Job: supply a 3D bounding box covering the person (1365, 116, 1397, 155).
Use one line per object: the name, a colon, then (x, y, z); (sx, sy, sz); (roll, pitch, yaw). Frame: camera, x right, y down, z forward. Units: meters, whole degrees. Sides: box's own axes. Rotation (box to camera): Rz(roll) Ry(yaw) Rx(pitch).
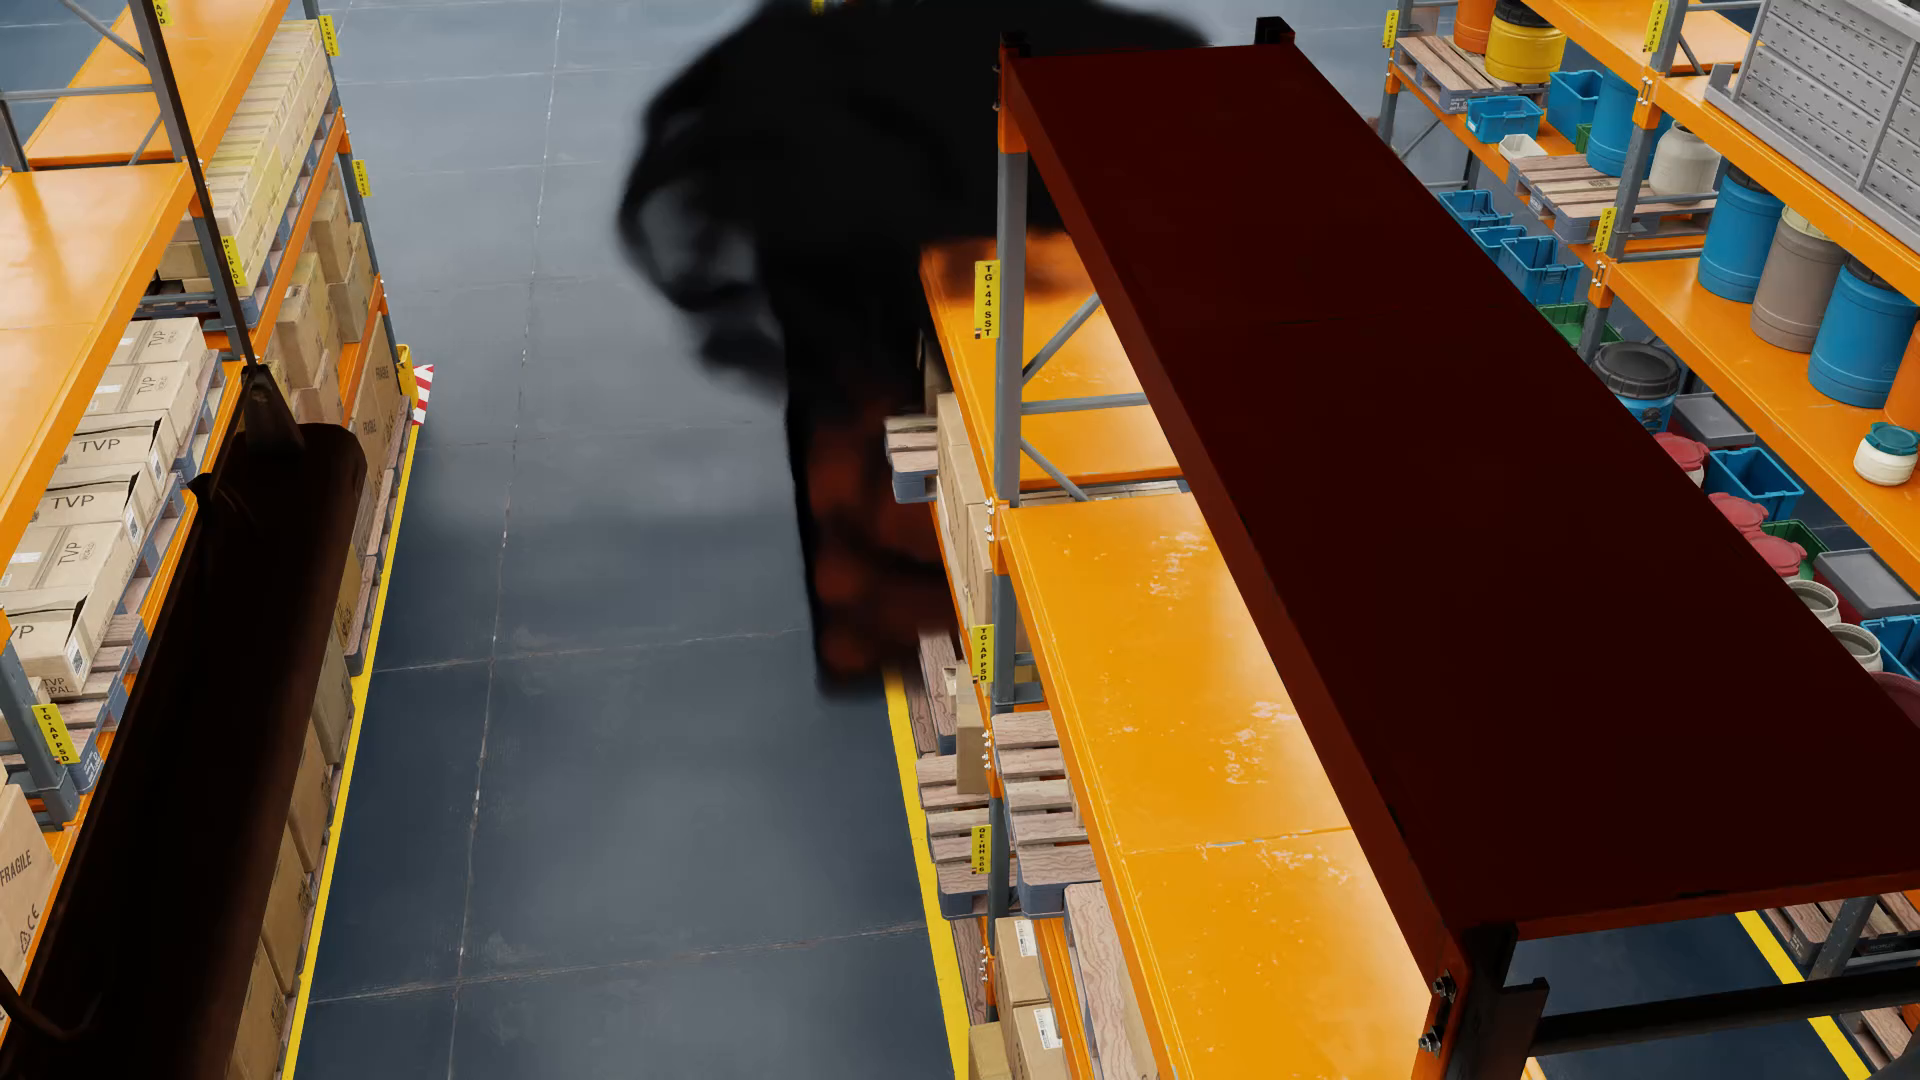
person: (4.141, -3.563, 16.960); (0.561, 1.590, 0.570); (17, 39, 21)
